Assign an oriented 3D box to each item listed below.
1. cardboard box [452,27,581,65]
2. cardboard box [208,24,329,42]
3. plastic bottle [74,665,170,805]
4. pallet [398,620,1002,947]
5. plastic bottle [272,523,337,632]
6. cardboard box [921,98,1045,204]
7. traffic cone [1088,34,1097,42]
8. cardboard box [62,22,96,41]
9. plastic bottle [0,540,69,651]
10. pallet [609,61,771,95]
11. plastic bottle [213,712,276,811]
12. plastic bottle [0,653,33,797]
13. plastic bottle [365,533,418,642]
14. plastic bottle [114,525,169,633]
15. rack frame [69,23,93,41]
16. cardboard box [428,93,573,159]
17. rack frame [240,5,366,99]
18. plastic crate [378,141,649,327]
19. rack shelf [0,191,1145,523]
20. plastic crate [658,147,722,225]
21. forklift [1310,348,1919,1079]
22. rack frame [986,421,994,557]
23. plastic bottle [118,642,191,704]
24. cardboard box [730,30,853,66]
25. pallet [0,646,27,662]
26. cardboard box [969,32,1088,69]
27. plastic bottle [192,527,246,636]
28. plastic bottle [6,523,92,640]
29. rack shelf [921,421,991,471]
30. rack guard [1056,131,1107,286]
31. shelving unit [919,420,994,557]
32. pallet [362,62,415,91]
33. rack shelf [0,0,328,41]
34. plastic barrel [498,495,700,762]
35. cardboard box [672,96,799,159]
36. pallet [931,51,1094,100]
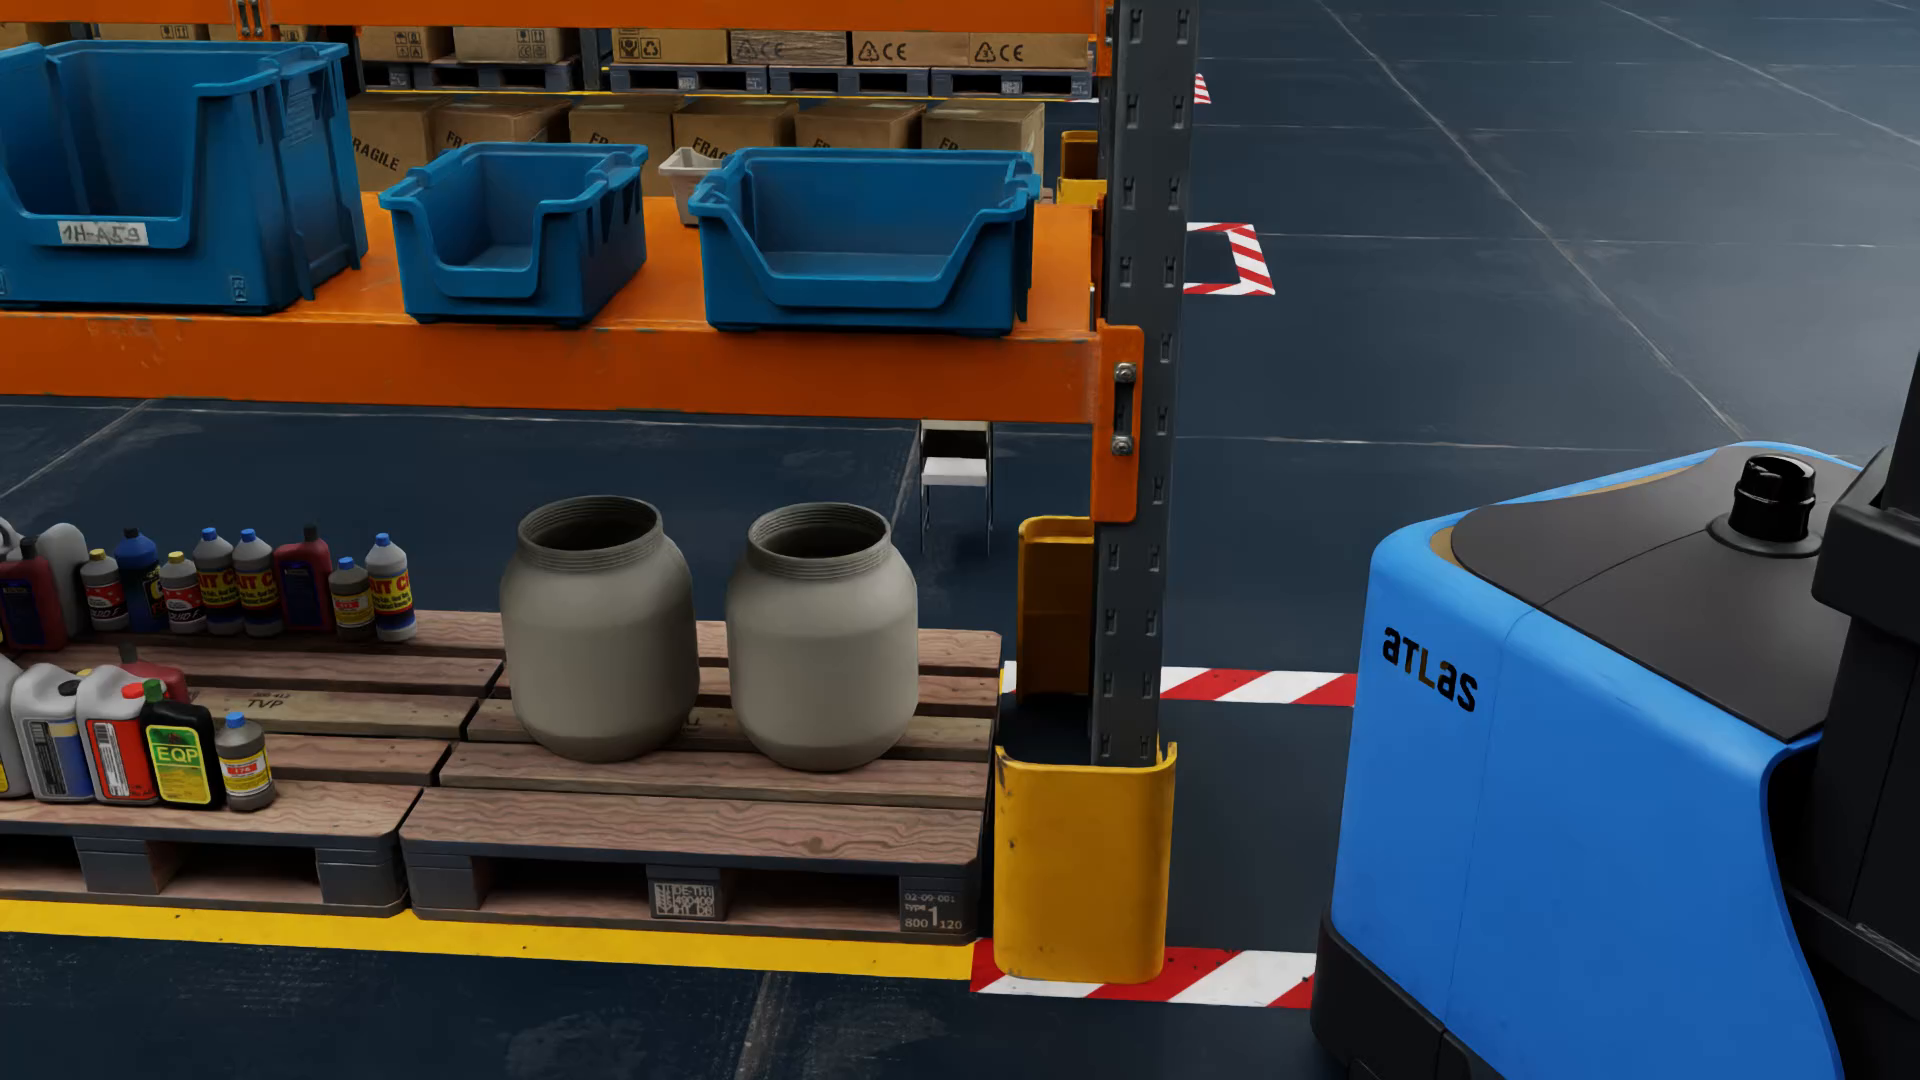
[{"bbox_3d":[-3.395,-4.147,12.862,0.750,0.750,1.050,2,25,4],"label":"cardboard box"},{"bbox_3d":[-5.285,-4.209,12.997,0.750,0.750,1.050,2,25,5],"label":"cardboard box"},{"bbox_3d":[-1.754,0.403,3.518,0.135,0.276,0.152,2,25,4],"label":"plastic bottle"},{"bbox_3d":[-0.529,0.517,3.875,1.213,0.211,1.003,2,25,4],"label":"pallet"},{"bbox_3d":[-1.649,0.092,4.184,0.133,0.283,0.061,2,25,5],"label":"plastic bottle"},{"bbox_3d":[0.117,-1.886,8.248,0.500,0.500,0.500,6,25,14],"label":"cardboard box"},{"bbox_3d":[1.224,-4.784,15.093,0.334,0.463,0.336,2,25,4],"label":"traffic cone"},{"bbox_3d":[-7.443,-4.308,13.511,0.500,0.500,0.500,1,25,2],"label":"cardboard box"},{"bbox_3d":[-2.297,0.135,4.091,0.133,0.283,0.061,2,25,4],"label":"plastic bottle"},{"bbox_3d":[-2.017,-3.672,12.977,1.213,0.211,1.003,2,25,4],"label":"pallet"},{"bbox_3d":[-1.505,0.456,3.492,0.097,0.201,0.097,0,25,0],"label":"plastic bottle"},{"bbox_3d":[-2.058,0.361,3.520,0.185,0.351,0.144,3,25,6],"label":"plastic bottle"},{"bbox_3d":[-1.424,0.113,4.155,0.097,0.271,0.097,0,25,0],"label":"plastic bottle"},{"bbox_3d":[-2.068,0.092,4.199,0.097,0.271,0.097,0,25,0],"label":"plastic bottle"},{"bbox_3d":[-6.757,-5.123,12.796,0.127,3.000,1.000,2,25,4],"label":"rack frame"},{"bbox_3d":[-2.282,-1.942,8.370,0.500,0.500,0.500,10,27,21],"label":"cardboard box"},{"bbox_3d":[-3.250,-2.931,8.032,0.127,3.000,1.000,2,25,4],"label":"rack frame"},{"bbox_3d":[-0.809,-0.586,3.113,0.408,0.251,0.499,2,25,4],"label":"plastic crate"},{"bbox_3d":[-1.635,-0.476,3.557,4.000,0.370,1.077,2,25,4],"label":"rack shelf"},{"bbox_3d":[-0.508,-0.782,3.677,0.250,0.136,0.298,2,25,4],"label":"plastic crate"},{"bbox_3d":[1.790,0.080,1.570,1.130,2.935,3.031,-12,28,-25],"label":"forklift"},{"bbox_3d":[0.093,-0.406,5.055,0.006,0.900,0.240,2,25,4],"label":"rack frame"},{"bbox_3d":[-1.747,0.355,3.613,0.133,0.283,0.061,2,25,4],"label":"plastic bottle"},{"bbox_3d":[-1.248,-4.144,12.708,0.875,0.875,0.875,2,25,4],"label":"cardboard box"},{"bbox_3d":[-2.962,0.438,4.045,1.213,0.211,1.003,2,25,4],"label":"pallet"},{"bbox_3d":[0.538,-4.087,12.583,0.875,0.875,0.875,2,25,4],"label":"cardboard box"},{"bbox_3d":[-1.866,0.098,4.185,0.097,0.271,0.097,0,25,0],"label":"plastic bottle"},{"bbox_3d":[-2.289,0.094,4.189,0.135,0.276,0.152,2,25,5],"label":"plastic bottle"},{"bbox_3d":[-0.008,-0.297,5.114,0.200,0.077,0.258,2,25,4],"label":"rack shelf"},{"bbox_3d":[0.663,-1.670,8.282,0.348,0.500,1.175,2,25,4],"label":"rack guard"},{"bbox_3d":[-0.008,-0.409,5.062,0.210,0.900,0.258,2,25,4],"label":"shelving unit"},{"bbox_3d":[-4.764,-3.760,13.169,1.213,0.211,1.003,2,25,4],"label":"pallet"},{"bbox_3d":[-5.244,-2.669,8.322,4.000,0.370,1.077,2,25,4],"label":"rack shelf"},{"bbox_3d":[-0.802,0.195,3.712,0.421,0.512,0.421,0,25,0],"label":"plastic barrel"},{"bbox_3d":[-1.104,-1.918,8.319,0.500,0.500,0.500,4,25,9],"label":"cardboard box"},{"bbox_3d":[0.416,-3.594,12.807,1.213,0.211,1.003,2,25,4],"label":"pallet"}]
